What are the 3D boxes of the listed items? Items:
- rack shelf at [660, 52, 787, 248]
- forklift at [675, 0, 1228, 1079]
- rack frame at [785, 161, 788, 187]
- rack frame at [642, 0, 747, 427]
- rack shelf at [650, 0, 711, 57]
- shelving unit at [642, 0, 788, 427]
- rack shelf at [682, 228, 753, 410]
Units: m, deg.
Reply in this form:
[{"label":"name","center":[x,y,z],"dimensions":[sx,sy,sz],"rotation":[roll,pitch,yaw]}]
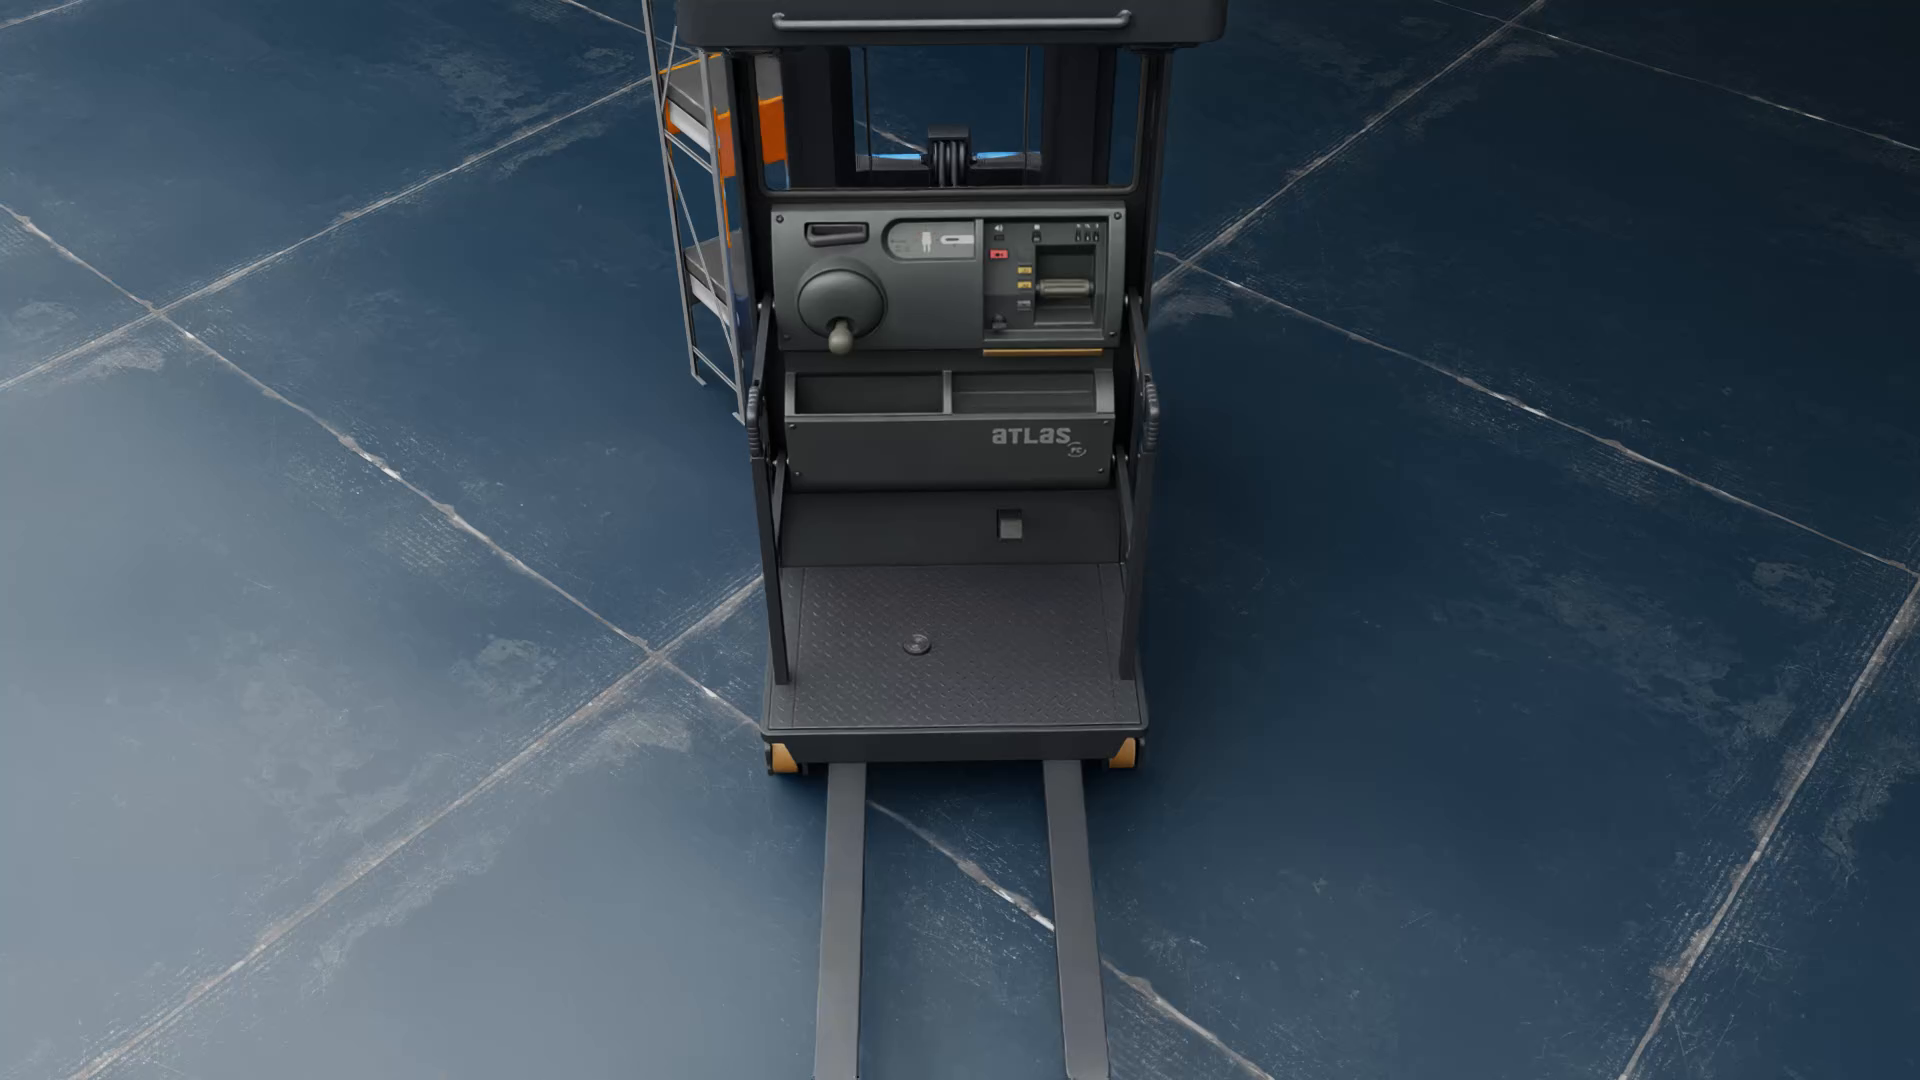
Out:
[{"label":"rack shelf","center":[-0.719,-1.397,5.745],"dimensions":[0.480,0.518,0.431],"rotation":[-26,48,-26]},{"label":"forklift","center":[-0.023,-0.606,4.237],"dimensions":[1.130,2.935,3.031],"rotation":[-1,42,-1]},{"label":"rack frame","center":[-0.523,-1.504,5.843],"dimensions":[0.015,2.100,0.400],"rotation":[-26,48,-26]},{"label":"rack frame","center":[-0.916,-1.309,5.629],"dimensions":[0.015,2.100,0.400],"rotation":[-26,48,-26]},{"label":"rack shelf","center":[-0.719,-1.914,5.274],"dimensions":[0.480,0.518,0.431],"rotation":[-26,48,-26]},{"label":"shelving unit","center":[-0.719,-1.407,5.736],"dimensions":[0.503,2.100,0.431],"rotation":[-26,48,-26]},{"label":"rack shelf","center":[-0.719,-0.879,6.216],"dimensions":[0.480,0.518,0.431],"rotation":[-26,48,-26]}]
